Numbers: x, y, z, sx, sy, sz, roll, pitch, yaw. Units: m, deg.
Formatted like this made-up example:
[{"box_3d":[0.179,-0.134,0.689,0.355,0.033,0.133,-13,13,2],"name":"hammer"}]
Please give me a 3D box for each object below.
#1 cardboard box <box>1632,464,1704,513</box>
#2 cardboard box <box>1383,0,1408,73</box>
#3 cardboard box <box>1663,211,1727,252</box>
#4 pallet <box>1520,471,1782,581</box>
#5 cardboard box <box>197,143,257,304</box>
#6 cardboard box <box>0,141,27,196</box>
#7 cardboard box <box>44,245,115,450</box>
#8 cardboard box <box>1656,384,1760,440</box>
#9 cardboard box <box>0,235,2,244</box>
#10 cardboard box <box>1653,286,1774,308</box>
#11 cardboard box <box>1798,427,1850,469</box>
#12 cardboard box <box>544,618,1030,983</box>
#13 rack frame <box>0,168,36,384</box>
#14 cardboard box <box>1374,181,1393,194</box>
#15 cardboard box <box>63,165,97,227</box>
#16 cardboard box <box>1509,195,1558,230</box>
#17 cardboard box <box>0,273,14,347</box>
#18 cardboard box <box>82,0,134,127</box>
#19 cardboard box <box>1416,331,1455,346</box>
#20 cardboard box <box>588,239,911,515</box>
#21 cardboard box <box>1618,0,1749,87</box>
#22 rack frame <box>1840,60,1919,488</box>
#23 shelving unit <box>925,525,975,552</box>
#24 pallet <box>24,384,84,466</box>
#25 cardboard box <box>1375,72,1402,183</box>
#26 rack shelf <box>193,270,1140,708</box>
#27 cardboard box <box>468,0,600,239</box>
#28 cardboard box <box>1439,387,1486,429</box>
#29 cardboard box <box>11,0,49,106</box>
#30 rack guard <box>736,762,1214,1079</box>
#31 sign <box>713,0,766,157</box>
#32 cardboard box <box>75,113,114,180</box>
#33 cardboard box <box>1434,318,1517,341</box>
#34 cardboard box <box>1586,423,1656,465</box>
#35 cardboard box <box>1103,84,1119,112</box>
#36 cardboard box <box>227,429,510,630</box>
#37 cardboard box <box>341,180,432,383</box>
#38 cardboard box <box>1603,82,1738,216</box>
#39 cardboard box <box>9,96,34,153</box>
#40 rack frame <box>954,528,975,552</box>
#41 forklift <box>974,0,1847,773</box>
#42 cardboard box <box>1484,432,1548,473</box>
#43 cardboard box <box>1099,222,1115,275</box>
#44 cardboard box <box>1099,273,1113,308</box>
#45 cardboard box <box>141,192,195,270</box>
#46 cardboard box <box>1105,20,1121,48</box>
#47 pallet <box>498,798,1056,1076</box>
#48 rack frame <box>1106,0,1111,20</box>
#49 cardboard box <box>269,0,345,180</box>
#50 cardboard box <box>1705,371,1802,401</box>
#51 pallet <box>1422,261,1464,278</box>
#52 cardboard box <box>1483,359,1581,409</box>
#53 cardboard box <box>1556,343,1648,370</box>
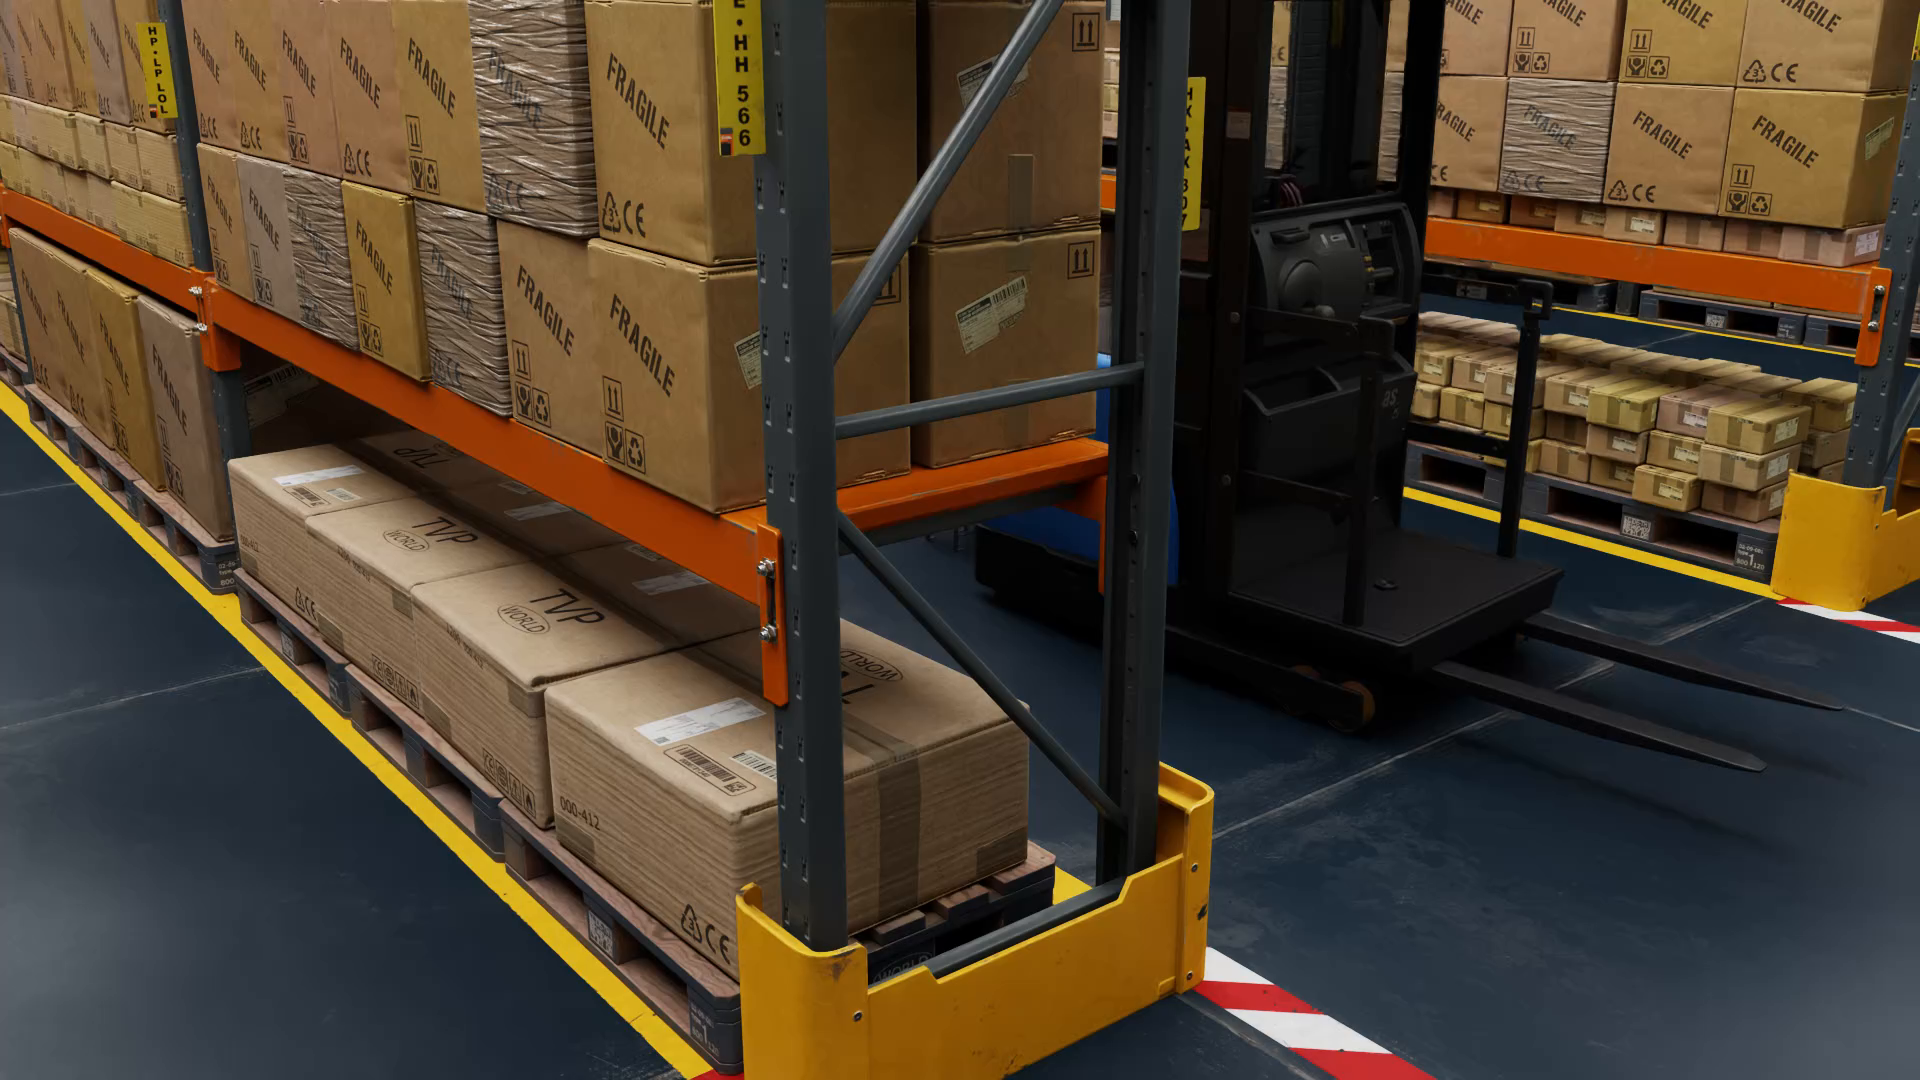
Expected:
[{"box_3d":[3.139,-0.250,7.212,0.380,0.149,0.250,-13,22,-34],"name":"cardboard box"},{"box_3d":[2.097,-2.506,7.937,0.500,0.500,0.500,-14,23,-35],"name":"cardboard box"},{"box_3d":[3.152,-1.305,6.930,0.380,0.149,0.250,-14,23,-37],"name":"cardboard box"},{"box_3d":[3.345,-0.173,7.550,1.003,0.211,1.213,-14,23,-36],"name":"pallet"},{"box_3d":[-2.346,-1.146,5.894,0.500,0.500,0.500,-13,22,-34],"name":"cardboard box"},{"box_3d":[-4.809,-2.011,8.901,0.500,0.250,0.500,-14,23,-37],"name":"cardboard box"},{"box_3d":[-4.002,-1.035,8.429,0.875,0.875,0.875,-14,23,-35],"name":"cardboard box"},{"box_3d":[3.230,-0.554,7.183,0.380,0.149,0.250,-13,23,-35],"name":"cardboard box"},{"box_3d":[-7.072,-2.060,12.325,0.950,0.372,0.625,-14,23,-35],"name":"cardboard box"},{"box_3d":[5.683,-2.212,11.984,0.875,0.875,0.875,-14,23,-36],"name":"cardboard box"},{"box_3d":[3.745,-0.438,7.306,0.380,0.149,0.250,-13,22,-34],"name":"cardboard box"},{"box_3d":[-0.437,0.594,4.206,0.875,0.438,0.875,-15,23,-38],"name":"cardboard box"},{"box_3d":[-4.916,-2.251,9.390,1.000,3.000,0.127,-14,23,-36],"name":"rack frame"},{"box_3d":[2.160,-1.689,8.091,0.380,0.149,0.250,-13,22,-34],"name":"cardboard box"},{"box_3d":[-3.846,-1.636,7.770,0.500,0.250,0.500,-14,23,-36],"name":"cardboard box"},{"box_3d":[2.714,-1.512,7.555,0.380,0.149,0.250,-15,24,-38],"name":"cardboard box"},{"box_3d":[-5.723,-1.525,10.708,0.950,0.372,0.625,-15,23,-37],"name":"cardboard box"},{"box_3d":[-3.234,-1.975,6.806,0.500,0.500,0.500,-13,23,-35],"name":"cardboard box"},{"box_3d":[2.265,-0.938,8.345,0.380,0.149,0.250,-15,24,-38],"name":"cardboard box"},{"box_3d":[-0.456,-0.395,3.624,0.500,0.500,0.500,-14,23,-36],"name":"cardboard box"},{"box_3d":[3.075,-2.124,6.781,0.500,0.500,0.500,-15,23,-38],"name":"cardboard box"},{"box_3d":[3.869,-1.271,6.429,1.000,3.000,0.127,-14,23,-36],"name":"rack frame"},{"box_3d":[0.005,-0.425,7.215,0.258,0.900,0.210,-14,23,-36],"name":"shelving unit"},{"box_3d":[-4.485,-0.719,9.197,1.003,0.211,1.213,-14,23,-36],"name":"pallet"},{"box_3d":[2.093,-2.023,8.066,0.500,0.500,0.500,-15,23,-37],"name":"cardboard box"},{"box_3d":[-1.191,-0.431,5.038,1.077,0.370,4.000,-14,23,-36],"name":"rack shelf"},{"box_3d":[-0.782,-0.998,3.854,0.500,0.500,0.500,-14,23,-36],"name":"cardboard box"},{"box_3d":[2.517,-0.652,7.954,0.380,0.149,0.250,-13,22,-33],"name":"cardboard box"},{"box_3d":[-4.177,-2.353,7.948,0.500,0.500,0.500,-13,22,-35],"name":"cardboard box"},{"box_3d":[0.066,0.912,3.812,1.175,0.500,0.348,-14,23,-36],"name":"rack guard"},{"box_3d":[-0.383,-0.840,2.908,0.100,0.325,0.005,-14,23,-36],"name":"sign"},{"box_3d":[-3.539,-1.741,7.292,0.500,0.250,0.500,-13,23,-35],"name":"cardboard box"},{"box_3d":[2.678,-1.041,8.656,0.380,0.149,0.250,-15,24,-38],"name":"cardboard box"},{"box_3d":[2.993,-0.460,7.375,0.380,0.149,0.250,-15,24,-38],"name":"cardboard box"},{"box_3d":[0.983,-2.538,9.513,0.380,0.149,0.250,-13,22,-34],"name":"cardboard box"},{"box_3d":[-2.127,-0.073,6.219,0.875,0.438,0.875,-14,23,-37],"name":"cardboard box"},{"box_3d":[-1.413,-0.771,4.760,0.500,0.500,0.500,-13,22,-35],"name":"cardboard box"},{"box_3d":[3.072,-1.648,6.936,0.500,0.500,0.500,-14,23,-37],"name":"cardboard box"},{"box_3d":[-4.475,-2.117,8.427,0.500,0.250,0.500,-13,23,-35],"name":"cardboard box"},{"box_3d":[0.068,-0.400,7.139,0.240,0.900,0.006,-14,23,-36],"name":"rack frame"},{"box_3d":[1.443,-0.943,5.547,1.130,2.935,3.031,-17,25,-41],"name":"forklift"},{"box_3d":[2.672,-0.441,7.788,0.380,0.149,0.250,-15,24,-38],"name":"cardboard box"},{"box_3d":[0.725,-1.760,10.020,0.500,0.250,0.500,-15,23,-38],"name":"cardboard box"},{"box_3d":[0.728,-1.403,10.135,0.500,0.500,0.500,-15,23,-37],"name":"cardboard box"},{"box_3d":[-2.908,-1.256,6.622,0.500,0.250,0.500,-15,23,-37],"name":"cardboard box"},{"box_3d":[1.518,-5.010,16.890,0.797,0.503,0.637,-11,21,-31],"name":"cardboard box"},{"box_3d":[-0.507,0.862,4.424,1.003,0.211,1.213,-14,23,-36],"name":"pallet"},{"box_3d":[1.768,-7.124,24.104,1.000,3.000,0.127,-14,23,-36],"name":"rack frame"},{"box_3d":[-1.709,-1.369,4.976,0.500,0.500,0.500,-13,23,-35],"name":"cardboard box"},{"box_3d":[3.544,-0.639,7.442,0.380,0.149,0.250,-13,23,-35],"name":"cardboard box"},{"box_3d":[4.036,-2.352,14.131,1.003,0.211,1.213,-14,23,-36],"name":"pallet"},{"box_3d":[2.649,-0.724,7.698,0.380,0.149,0.250,-13,22,-34],"name":"cardboard box"},{"box_3d":[3.105,-0.842,8.053,0.380,0.149,0.250,-13,22,-34],"name":"cardboard box"}]
